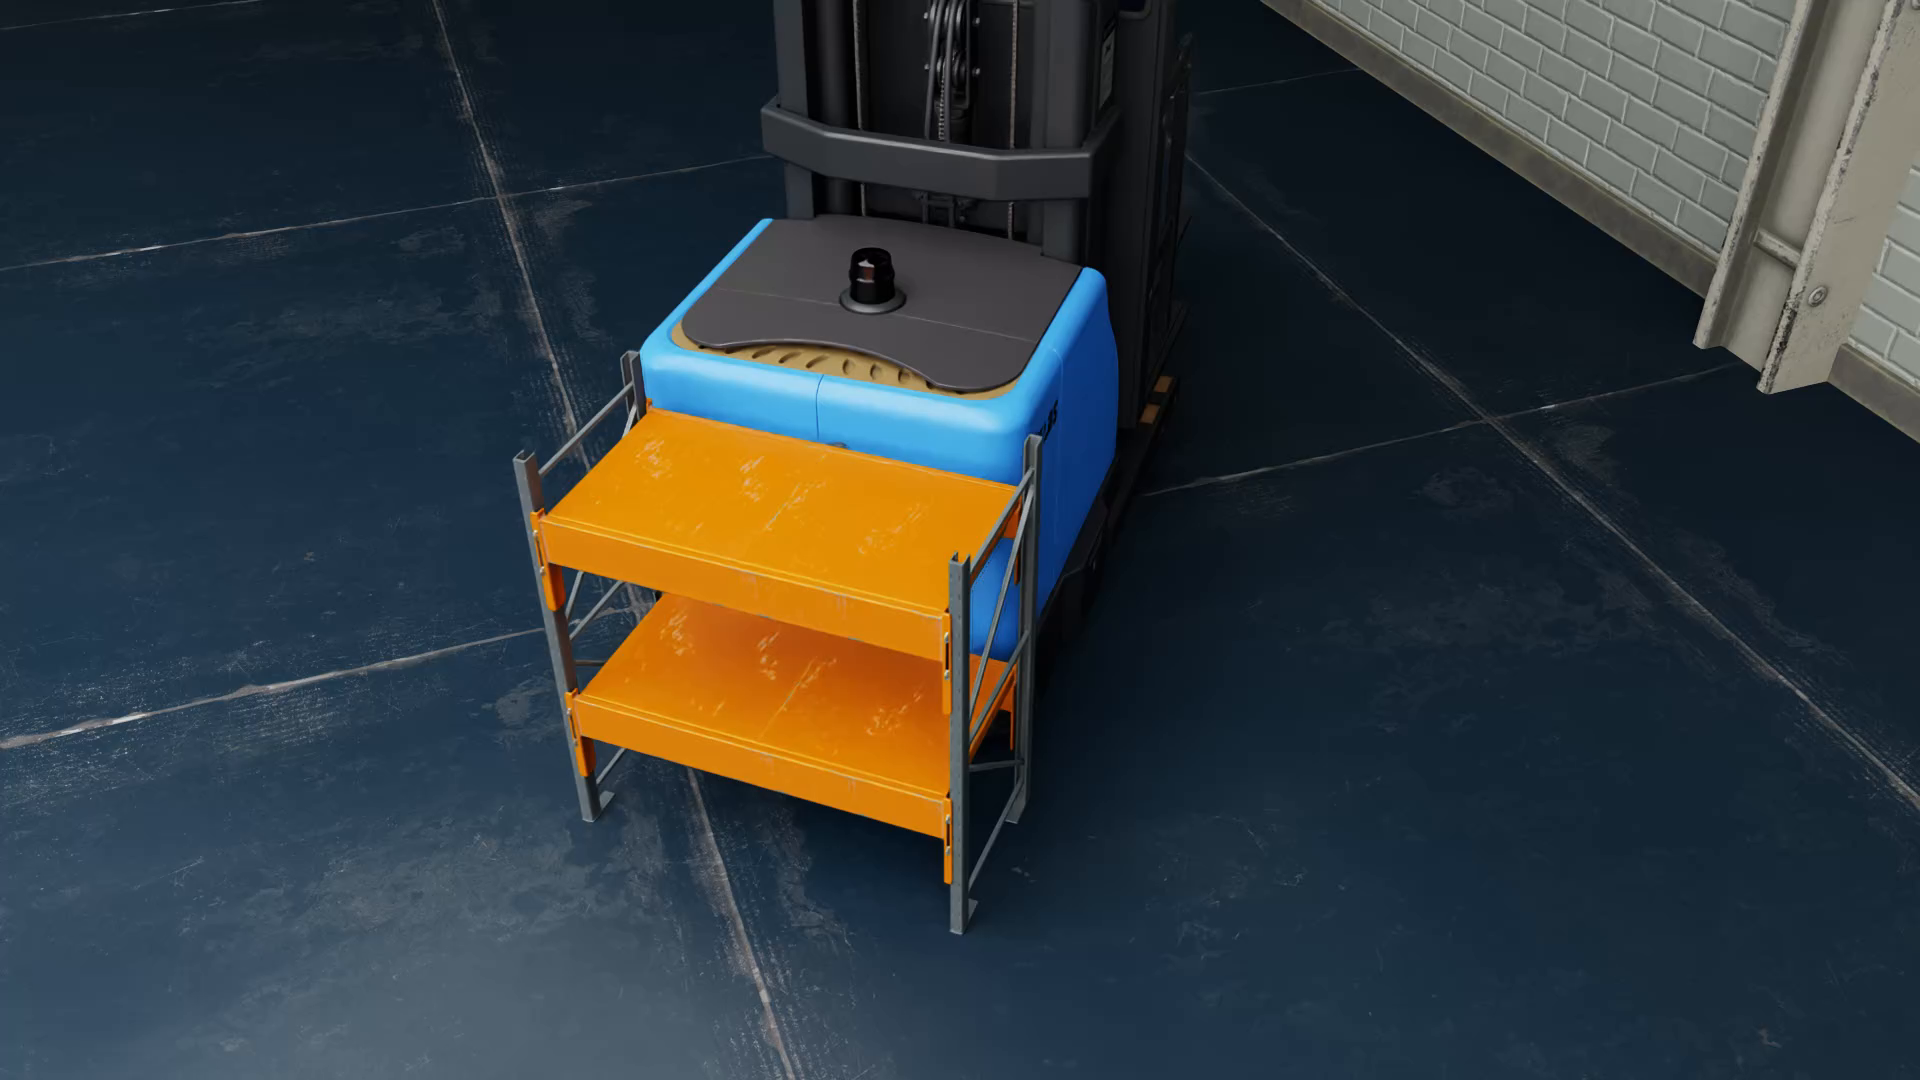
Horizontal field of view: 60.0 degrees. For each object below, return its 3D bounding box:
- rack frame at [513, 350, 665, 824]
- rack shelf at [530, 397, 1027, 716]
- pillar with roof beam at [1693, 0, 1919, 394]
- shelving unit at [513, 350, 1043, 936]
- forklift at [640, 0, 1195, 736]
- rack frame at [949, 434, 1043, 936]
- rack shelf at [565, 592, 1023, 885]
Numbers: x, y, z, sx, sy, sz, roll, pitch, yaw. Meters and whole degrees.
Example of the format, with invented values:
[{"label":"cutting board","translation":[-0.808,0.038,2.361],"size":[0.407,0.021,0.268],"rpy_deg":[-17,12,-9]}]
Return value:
[{"label":"rack frame","translation":[-0.869,0.138,4.132],"size":[0.032,1.125,0.500],"rpy_deg":[13,39,17]},{"label":"rack shelf","translation":[-0.394,0.014,3.810],"size":[1.000,0.278,0.538],"rpy_deg":[13,39,17]},{"label":"pillar with roof beam","translation":[-1.086,-3.366,2.240],"size":[9.100,9.000,0.400],"rpy_deg":[-12,39,-16]},{"label":"shelving unit","translation":[-0.394,0.248,3.986],"size":[1.048,1.125,0.538],"rpy_deg":[13,39,17]},{"label":"forklift","translation":[0.131,-1.537,4.854],"size":[1.130,2.935,3.031],"rpy_deg":[11,38,15]},{"label":"rack frame","translation":[0.081,0.357,3.841],"size":[0.032,1.125,0.500],"rpy_deg":[13,39,17]},{"label":"rack shelf","translation":[-0.394,0.443,4.134],"size":[1.000,0.278,0.538],"rpy_deg":[13,39,17]}]
